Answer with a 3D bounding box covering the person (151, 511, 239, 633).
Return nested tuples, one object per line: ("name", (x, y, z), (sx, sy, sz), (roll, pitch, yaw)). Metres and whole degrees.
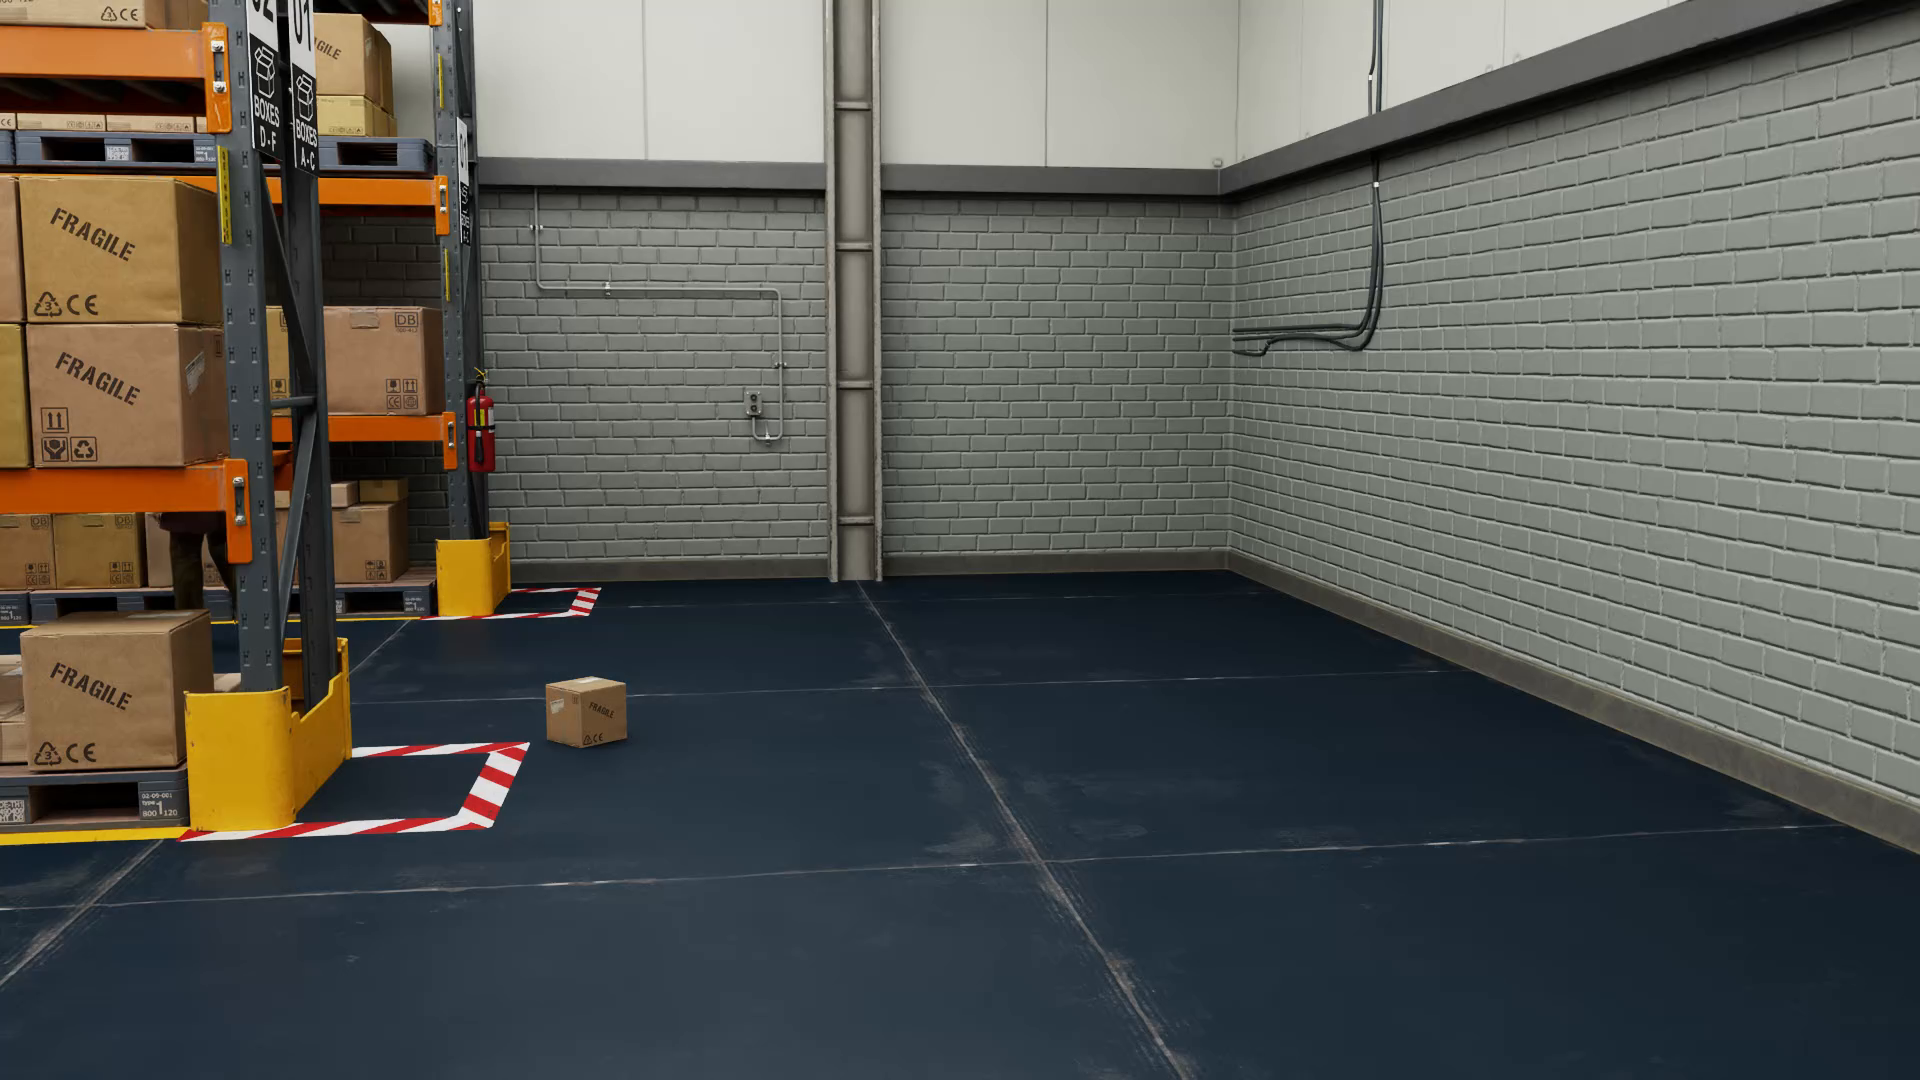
("person", (-4.379, -0.284, 9.585), (0.647, 1.777, 0.617), (5, 8, 36))
